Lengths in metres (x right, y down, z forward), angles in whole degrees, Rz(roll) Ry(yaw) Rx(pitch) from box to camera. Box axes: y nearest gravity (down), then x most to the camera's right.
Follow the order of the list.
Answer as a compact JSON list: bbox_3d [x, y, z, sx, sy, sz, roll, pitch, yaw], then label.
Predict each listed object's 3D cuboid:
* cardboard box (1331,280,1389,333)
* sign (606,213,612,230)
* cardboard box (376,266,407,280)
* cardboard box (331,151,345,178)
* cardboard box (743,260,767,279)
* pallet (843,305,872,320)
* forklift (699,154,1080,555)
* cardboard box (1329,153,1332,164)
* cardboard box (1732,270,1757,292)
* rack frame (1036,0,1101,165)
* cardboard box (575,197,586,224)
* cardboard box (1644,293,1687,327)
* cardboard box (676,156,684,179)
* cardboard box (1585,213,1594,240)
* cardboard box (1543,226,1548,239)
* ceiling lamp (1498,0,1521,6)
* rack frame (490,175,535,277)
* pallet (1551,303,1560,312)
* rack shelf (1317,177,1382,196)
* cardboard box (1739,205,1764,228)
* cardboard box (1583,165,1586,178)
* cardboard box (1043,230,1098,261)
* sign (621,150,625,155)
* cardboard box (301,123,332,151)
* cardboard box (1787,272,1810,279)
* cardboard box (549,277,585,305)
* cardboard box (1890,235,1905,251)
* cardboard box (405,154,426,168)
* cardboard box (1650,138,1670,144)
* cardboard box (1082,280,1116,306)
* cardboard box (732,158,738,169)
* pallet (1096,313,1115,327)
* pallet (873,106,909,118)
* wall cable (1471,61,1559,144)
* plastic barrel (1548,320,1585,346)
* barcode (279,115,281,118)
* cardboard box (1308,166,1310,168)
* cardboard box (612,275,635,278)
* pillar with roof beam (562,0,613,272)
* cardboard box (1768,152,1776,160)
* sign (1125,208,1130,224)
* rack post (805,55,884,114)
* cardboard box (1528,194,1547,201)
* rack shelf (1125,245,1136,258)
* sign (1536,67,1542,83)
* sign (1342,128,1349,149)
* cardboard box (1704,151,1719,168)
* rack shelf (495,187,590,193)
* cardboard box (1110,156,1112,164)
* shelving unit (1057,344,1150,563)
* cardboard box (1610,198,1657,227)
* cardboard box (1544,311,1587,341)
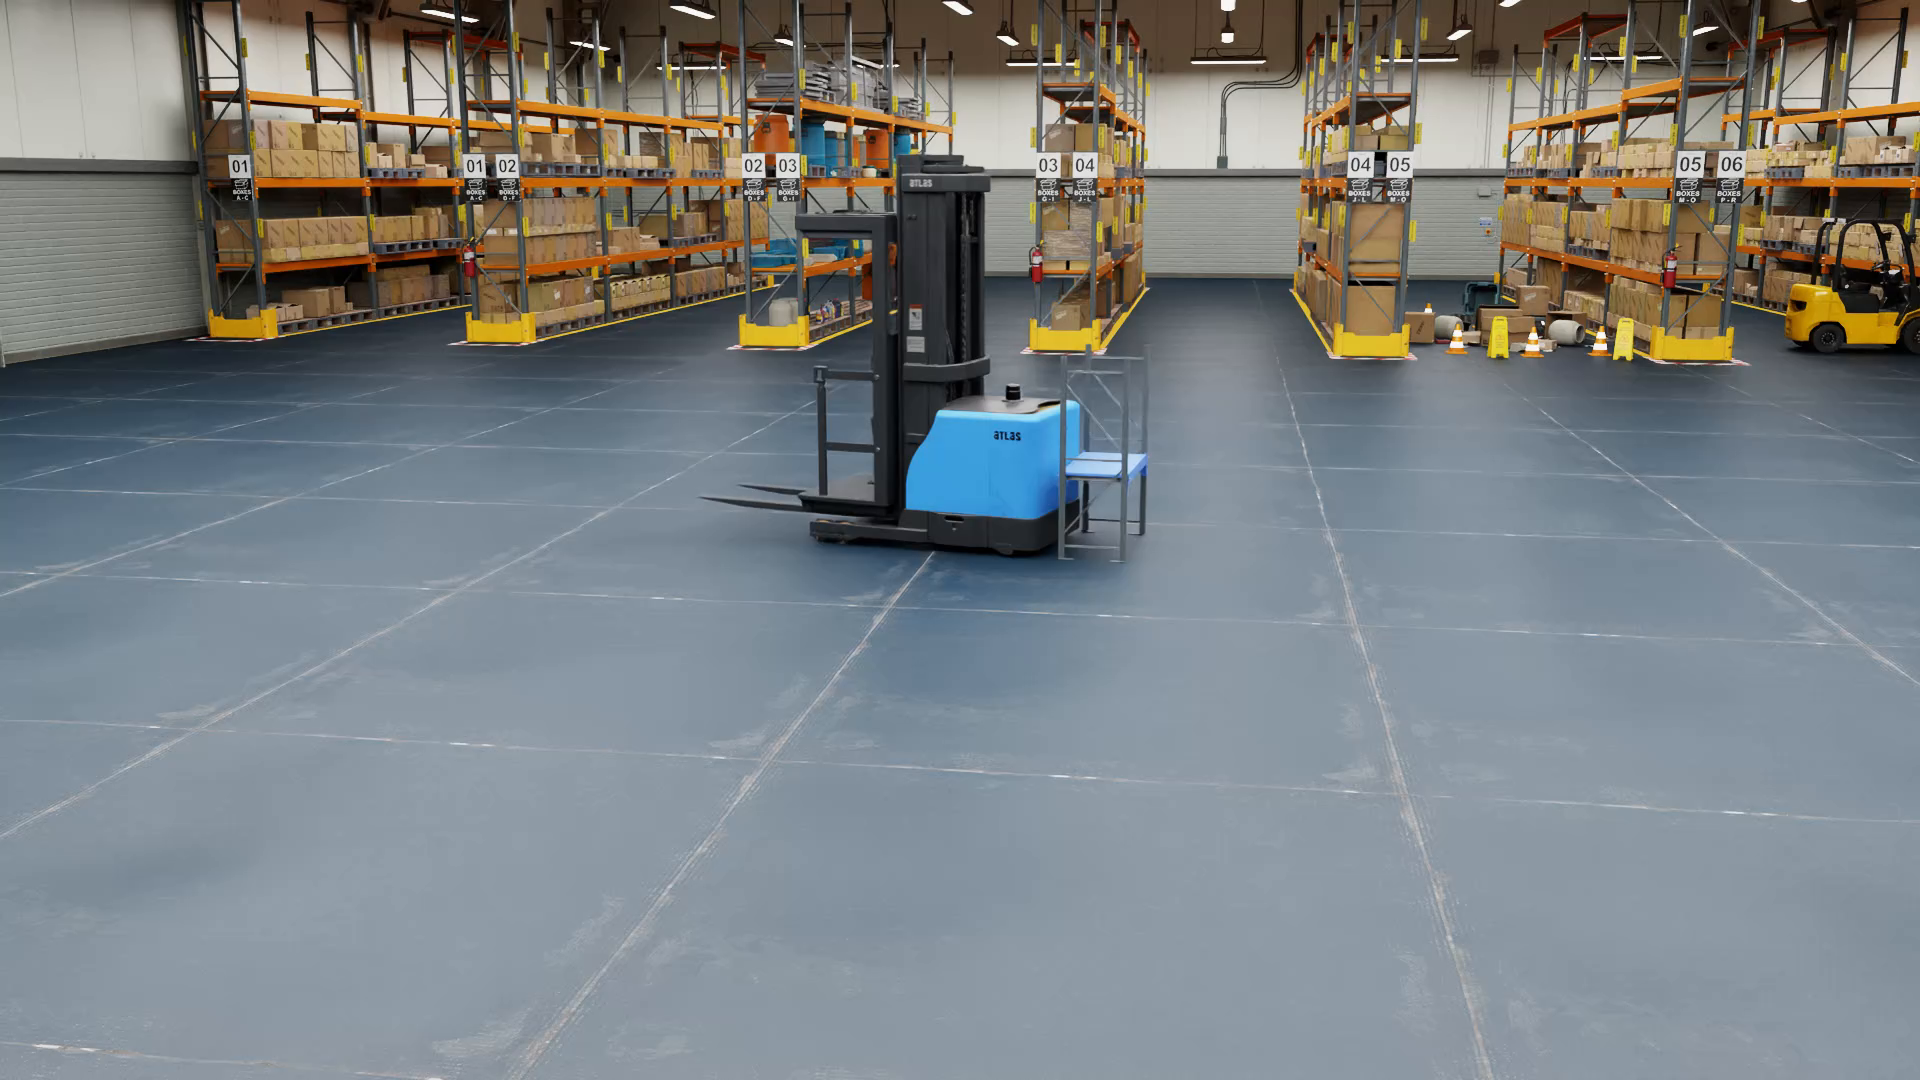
[{"bbox_3d":[6.803,-3.952,28.259,0.875,0.875,0.875,2,12,8],"label":"cardboard box"},{"bbox_3d":[-6.879,-6.239,32.582,0.100,0.325,0.005,2,12,9],"label":"sign"},{"bbox_3d":[-12.085,-5.669,35.285,0.500,0.250,0.500,2,12,7],"label":"cardboard box"},{"bbox_3d":[-12.247,-7.262,32.165,0.500,0.500,0.500,1,12,4],"label":"cardboard box"},{"bbox_3d":[-5.422,-7.165,44.010,0.500,0.500,0.500,2,12,9],"label":"cardboard box"},{"bbox_3d":[-2.266,-4.690,34.255,1.003,0.211,1.213,2,12,9],"label":"pallet"},{"bbox_3d":[-0.618,-1.503,13.009,3.031,2.935,1.130,5,13,23],"label":"forklift"},{"bbox_3d":[7.218,-7.203,31.298,0.500,0.250,0.500,2,12,8],"label":"cardboard box"},{"bbox_3d":[18.366,-6.066,38.956,0.500,0.500,0.500,2,12,10],"label":"cardboard box"},{"bbox_3d":[1.745,-7.573,26.775,1.000,3.000,0.127,2,12,9],"label":"rack frame"},{"bbox_3d":[-7.566,-6.280,31.699,0.700,0.500,0.500,2,12,9],"label":"cardboard box"},{"bbox_3d":[11.403,-3.723,26.897,0.500,0.500,0.500,2,12,9],"label":"cardboard box"},{"bbox_3d":[-6.700,-8.341,37.220,0.910,0.500,0.500,2,12,9],"label":"cardboard box"},{"bbox_3d":[12.237,-5.975,31.658,0.500,0.500,0.500,1,12,7],"label":"cardboard box"},{"bbox_3d":[12.805,-6.587,35.609,0.500,0.250,0.500,2,12,7],"label":"cardboard box"},{"bbox_3d":[9.974,-10.981,28.732,0.800,3.185,2.000,2,12,9],"label":"ceiling lamp"},{"bbox_3d":[-11.092,-7.620,41.232,1.000,3.000,0.127,2,12,9],"label":"rack frame"},{"bbox_3d":[12.964,-4.783,34.689,1.003,0.211,1.213,2,12,9],"label":"pallet"},{"bbox_3d":[7.554,-6.823,32.119,1.077,0.370,4.000,2,12,9],"label":"rack shelf"},{"bbox_3d":[18.337,-7.531,38.688,0.500,0.500,0.500,2,12,10],"label":"cardboard box"},{"bbox_3d":[12.512,-7.272,32.817,0.396,0.266,0.258,2,12,9],"label":"cardboard box"},{"bbox_3d":[1.857,-4.949,27.892,0.875,0.500,0.500,2,12,9],"label":"cardboard box"},{"bbox_3d":[-7.348,-8.365,36.341,0.100,0.325,0.005,2,12,9],"label":"sign"},{"bbox_3d":[-12.276,-7.632,31.509,0.500,0.500,0.500,1,12,7],"label":"cardboard box"},{"bbox_3d":[17.831,-5.618,35.339,0.380,0.149,0.250,2,12,11],"label":"cardboard box"},{"bbox_3d":[-7.444,-4.711,31.485,0.500,0.500,0.500,2,12,9],"label":"cardboard box"},{"bbox_3d":[16.881,-5.274,29.514,0.500,0.250,0.500,2,12,7],"label":"cardboard box"},{"bbox_3d":[-11.998,-8.047,35.801,0.797,0.503,0.637,4,13,17],"label":"cardboard box"},{"bbox_3d":[12.705,-7.208,30.371,0.500,0.250,0.500,2,12,7],"label":"cardboard box"},{"bbox_3d":[2.892,-5.159,34.701,0.700,0.500,0.500,1,12,6],"label":"cardboard box"},{"bbox_3d":[-5.802,-9.295,41.054,0.500,0.250,0.500,2,12,9],"label":"cardboard box"},{"bbox_3d":[2.479,-4.272,32.317,1.003,0.211,1.213,2,12,9],"label":"pallet"},{"bbox_3d":[-1.777,-9.261,36.001,1.213,0.211,1.003,2,12,9],"label":"pallet"},{"bbox_3d":[15.337,-11.751,46.161,2.355,3.000,0.029,2,12,9],"label":"wall cable"},{"bbox_3d":[10.359,-3.539,28.411,0.421,0.421,0.512,-10,16,-40],"label":"plastic barrel"},{"bbox_3d":[-12.961,-8.074,31.711,0.001,0.075,0.075,2,12,9],"label":"barcode"},{"bbox_3d":[8.296,-8.699,38.286,0.500,0.250,0.500,1,12,6],"label":"cardboard box"},{"bbox_3d":[-7.255,-5.554,35.843,0.500,0.311,0.500,2,12,7],"label":"cardboard box"},{"bbox_3d":[-6.663,-11.836,46.555,9.100,9.000,0.548,2,12,9],"label":"pillar with roof beam"},{"bbox_3d":[17.809,-8.353,36.167,0.380,0.149,0.250,2,12,10],"label":"cardboard box"},{"bbox_3d":[3.513,-6.818,34.948,0.100,0.325,0.005,2,12,9],"label":"sign"},{"bbox_3d":[-2.316,-9.077,33.277,1.013,1.000,3.121,2,12,9],"label":"rack post"},{"bbox_3d":[13.333,-7.903,38.394,0.380,0.149,0.250,2,12,8],"label":"cardboard box"},{"bbox_3d":[3.283,-6.371,37.142,1.077,0.370,4.000,2,12,9],"label":"rack shelf"},{"bbox_3d":[12.838,-10.307,36.868,0.100,0.325,0.005,2,12,9],"label":"sign"},{"bbox_3d":[6.097,-6.340,26.258,0.100,0.325,0.005,2,12,9],"label":"sign"},{"bbox_3d":[11.878,-5.954,26.031,0.500,0.250,0.500,2,12,8],"label":"cardboard box"},{"bbox_3d":[-10.785,-9.151,42.924,1.077,0.370,4.000,2,12,9],"label":"rack shelf"},{"bbox_3d":[2.596,-6.984,30.571,0.380,0.149,0.250,2,12,10],"label":"cardboard box"},{"bbox_3d":[1.099,-0.682,12.599,0.538,1.500,1.048,3,13,14],"label":"shelving unit"},{"bbox_3d":[11.871,-5.751,29.241,0.700,0.500,0.500,2,12,8],"label":"cardboard box"},{"bbox_3d":[10.643,-3.753,29.213,0.500,0.500,0.500,-10,16,-40],"label":"cardboard box"}]
